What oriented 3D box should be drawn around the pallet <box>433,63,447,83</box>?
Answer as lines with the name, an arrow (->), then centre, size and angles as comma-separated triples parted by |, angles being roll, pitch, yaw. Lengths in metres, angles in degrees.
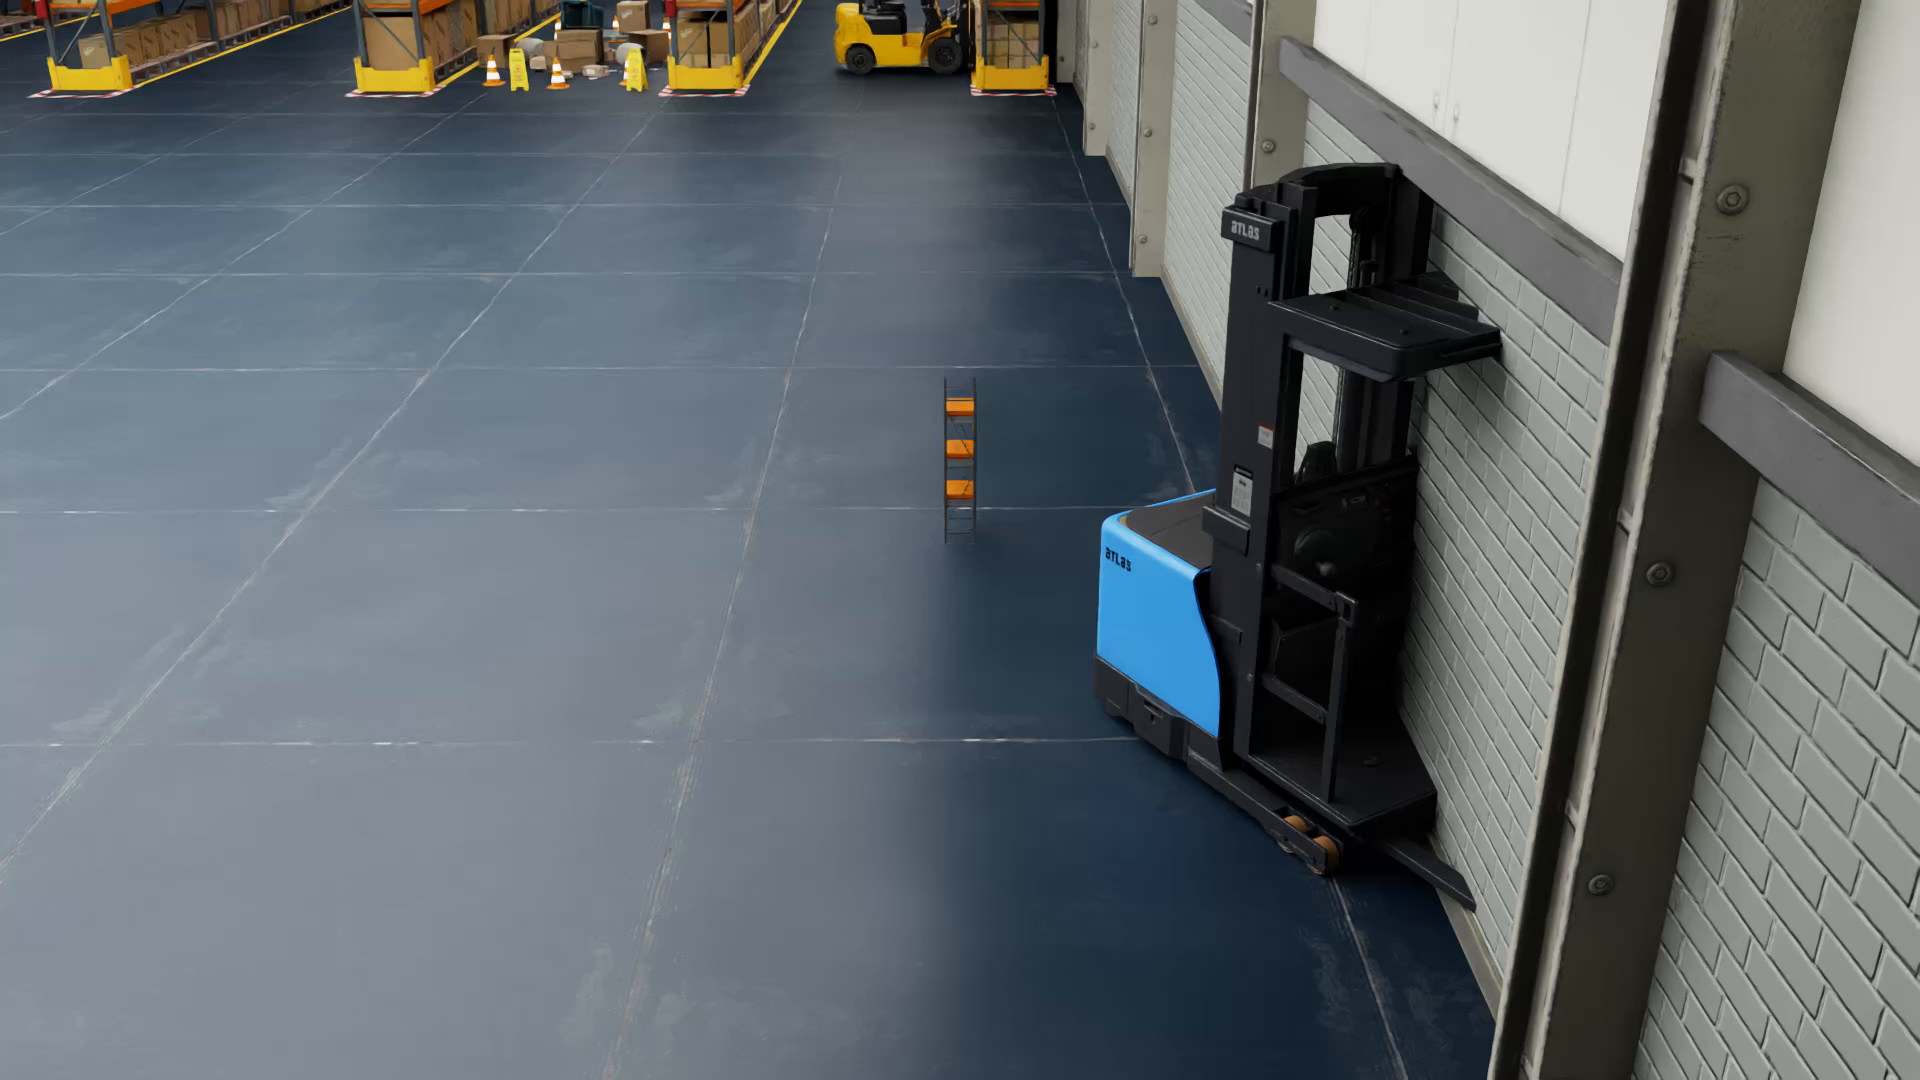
pallet -> -9.153, -7.688, 27.493 | 1.003, 0.211, 1.213 | 0, 24, -1

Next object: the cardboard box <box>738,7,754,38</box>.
cardboard box -> -3.872, -8.959, 28.837 | 0.500, 0.500, 0.500 | 1, 24, 2

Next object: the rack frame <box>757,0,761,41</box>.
rack frame -> -4.161, -10.342, 29.976 | 1.000, 3.000, 0.127 | 0, 24, -1

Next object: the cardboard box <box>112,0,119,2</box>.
cardboard box -> -13.775, -8.756, 26.775 | 0.380, 0.149, 0.250 | 0, 24, -1

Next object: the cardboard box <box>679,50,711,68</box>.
cardboard box -> -4.395, -7.974, 27.567 | 0.500, 0.250, 0.500 | 0, 24, -1

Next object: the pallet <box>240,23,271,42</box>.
pallet -> -14.096, -9.851, 32.276 | 1.003, 0.211, 1.213 | 0, 24, -1

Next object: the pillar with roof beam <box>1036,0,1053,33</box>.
pillar with roof beam -> -2.630, -14.195, 31.215 | 9.100, 9.000, 0.400 | 0, 24, -1

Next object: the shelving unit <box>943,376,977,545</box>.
shelving unit -> -0.001, -0.500, 10.582 | 0.215, 1.050, 0.252 | 0, 24, -1

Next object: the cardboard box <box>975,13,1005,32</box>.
cardboard box -> 0.502, -8.718, 27.999 | 0.500, 0.250, 0.500 | 0, 24, 0

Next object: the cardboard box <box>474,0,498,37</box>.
cardboard box -> -9.206, -9.699, 30.776 | 1.050, 0.750, 0.750 | 0, 24, -1

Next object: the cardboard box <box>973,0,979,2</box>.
cardboard box -> 0.494, -9.559, 29.859 | 0.500, 0.250, 0.500 | -1, 24, -1

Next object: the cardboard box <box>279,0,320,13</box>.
cardboard box -> -14.101, -11.453, 34.502 | 1.225, 0.875, 0.875 | -1, 24, -3

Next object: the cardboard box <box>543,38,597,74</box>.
cardboard box -> -6.668, -8.268, 28.421 | 0.797, 0.503, 0.637 | -19, 31, -36

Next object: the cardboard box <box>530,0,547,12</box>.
cardboard box -> -8.906, -11.271, 34.554 | 0.500, 0.500, 0.500 | -1, 24, -3

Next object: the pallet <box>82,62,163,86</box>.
pallet -> -14.001, -7.745, 27.617 | 1.003, 0.211, 1.213 | 0, 24, -1

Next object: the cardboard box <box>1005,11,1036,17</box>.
cardboard box -> 1.028, -8.933, 28.476 | 0.500, 0.250, 0.500 | -1, 24, -2

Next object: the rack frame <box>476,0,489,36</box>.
rack frame -> -9.109, -10.278, 29.835 | 1.000, 3.000, 0.127 | 0, 24, -1

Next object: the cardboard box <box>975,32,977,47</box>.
cardboard box -> 0.507, -8.502, 28.129 | 0.500, 0.250, 0.500 | -1, 24, -2

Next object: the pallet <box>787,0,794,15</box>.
pallet -> -4.148, -11.546, 36.023 | 1.003, 0.211, 1.213 | 0, 24, -1

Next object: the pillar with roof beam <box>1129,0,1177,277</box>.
pillar with roof beam -> -2.434, -6.778, 14.815 | 9.100, 9.000, 0.400 | 0, 24, -1

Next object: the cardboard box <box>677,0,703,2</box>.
cardboard box -> -4.335, -8.732, 26.722 | 0.380, 0.149, 0.250 | 1, 24, 1

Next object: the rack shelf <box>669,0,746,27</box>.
rack shelf -> -4.139, -9.190, 28.302 | 1.077, 0.370, 4.000 | 0, 24, -1

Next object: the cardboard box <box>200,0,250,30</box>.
cardboard box -> -14.048, -10.039, 31.806 | 0.700, 0.500, 0.500 | -2, 24, -5

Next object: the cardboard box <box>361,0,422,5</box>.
cardboard box -> -9.115, -8.851, 26.497 | 0.875, 0.550, 0.550 | 0, 24, -1

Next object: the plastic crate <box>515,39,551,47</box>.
plastic crate -> -7.798, -8.957, 30.257 | 0.450, 0.188, 0.662 | 3, 22, 31

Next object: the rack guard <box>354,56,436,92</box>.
rack guard -> -9.066, -7.481, 26.683 | 1.175, 0.500, 0.348 | 0, 24, -1

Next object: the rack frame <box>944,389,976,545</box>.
rack frame -> 0.001, -0.450, 10.471 | 0.200, 1.050, 0.008 | 0, 24, -1

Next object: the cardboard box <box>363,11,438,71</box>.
cardboard box -> -9.139, -8.132, 27.159 | 0.875, 0.875, 0.875 | 0, 24, 0

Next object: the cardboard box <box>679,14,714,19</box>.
cardboard box -> -4.396, -8.518, 27.860 | 0.500, 0.500, 0.500 | 1, 24, 1

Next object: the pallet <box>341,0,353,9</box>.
pallet -> -14.074, -12.005, 37.038 | 1.003, 0.211, 1.213 | 0, 24, -1

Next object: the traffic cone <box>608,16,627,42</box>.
traffic cone -> -6.577, -9.805, 31.869 | 0.336, 0.463, 0.334 | 0, 24, -1

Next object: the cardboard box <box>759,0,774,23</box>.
cardboard box -> -4.192, -10.447, 32.888 | 0.950, 0.372, 0.625 | -1, 24, -2

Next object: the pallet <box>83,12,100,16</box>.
pallet -> -19.127, -11.479, 35.874 | 1.003, 0.211, 1.213 | 0, 24, -1

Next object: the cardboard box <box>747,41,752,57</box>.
cardboard box -> -3.866, -8.401, 28.511 | 0.500, 0.250, 0.500 | 1, 24, 3

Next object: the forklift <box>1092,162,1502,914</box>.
forklift -> 1.898, -0.060, 7.326 | 1.130, 2.935, 3.031 | -14, 28, -28

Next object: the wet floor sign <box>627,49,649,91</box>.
wet floor sign -> -5.185, -7.538, 26.633 | 0.267, 0.644, 0.232 | 8, 26, 18

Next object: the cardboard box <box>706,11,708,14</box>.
cardboard box -> -4.459, -8.961, 28.054 | 0.380, 0.149, 0.250 | 1, 24, 2

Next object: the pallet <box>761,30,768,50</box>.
pallet -> -4.171, -9.392, 31.260 | 1.003, 0.211, 1.213 | 0, 24, -1

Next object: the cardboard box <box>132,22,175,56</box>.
cardboard box -> -14.007, -8.693, 28.854 | 0.500, 0.500, 0.500 | -2, 24, -5

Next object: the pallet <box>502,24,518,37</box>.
pallet -> -9.209, -9.829, 32.226 | 1.003, 0.211, 1.213 | 0, 24, -1

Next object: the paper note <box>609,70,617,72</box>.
paper note -> -5.977, -8.067, 28.563 | 0.148, 0.019, 0.142 | 8, 26, 18

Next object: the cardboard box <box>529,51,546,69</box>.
cardboard box -> -7.249, -8.332, 28.850 | 0.396, 0.266, 0.258 | 4, 25, 9
